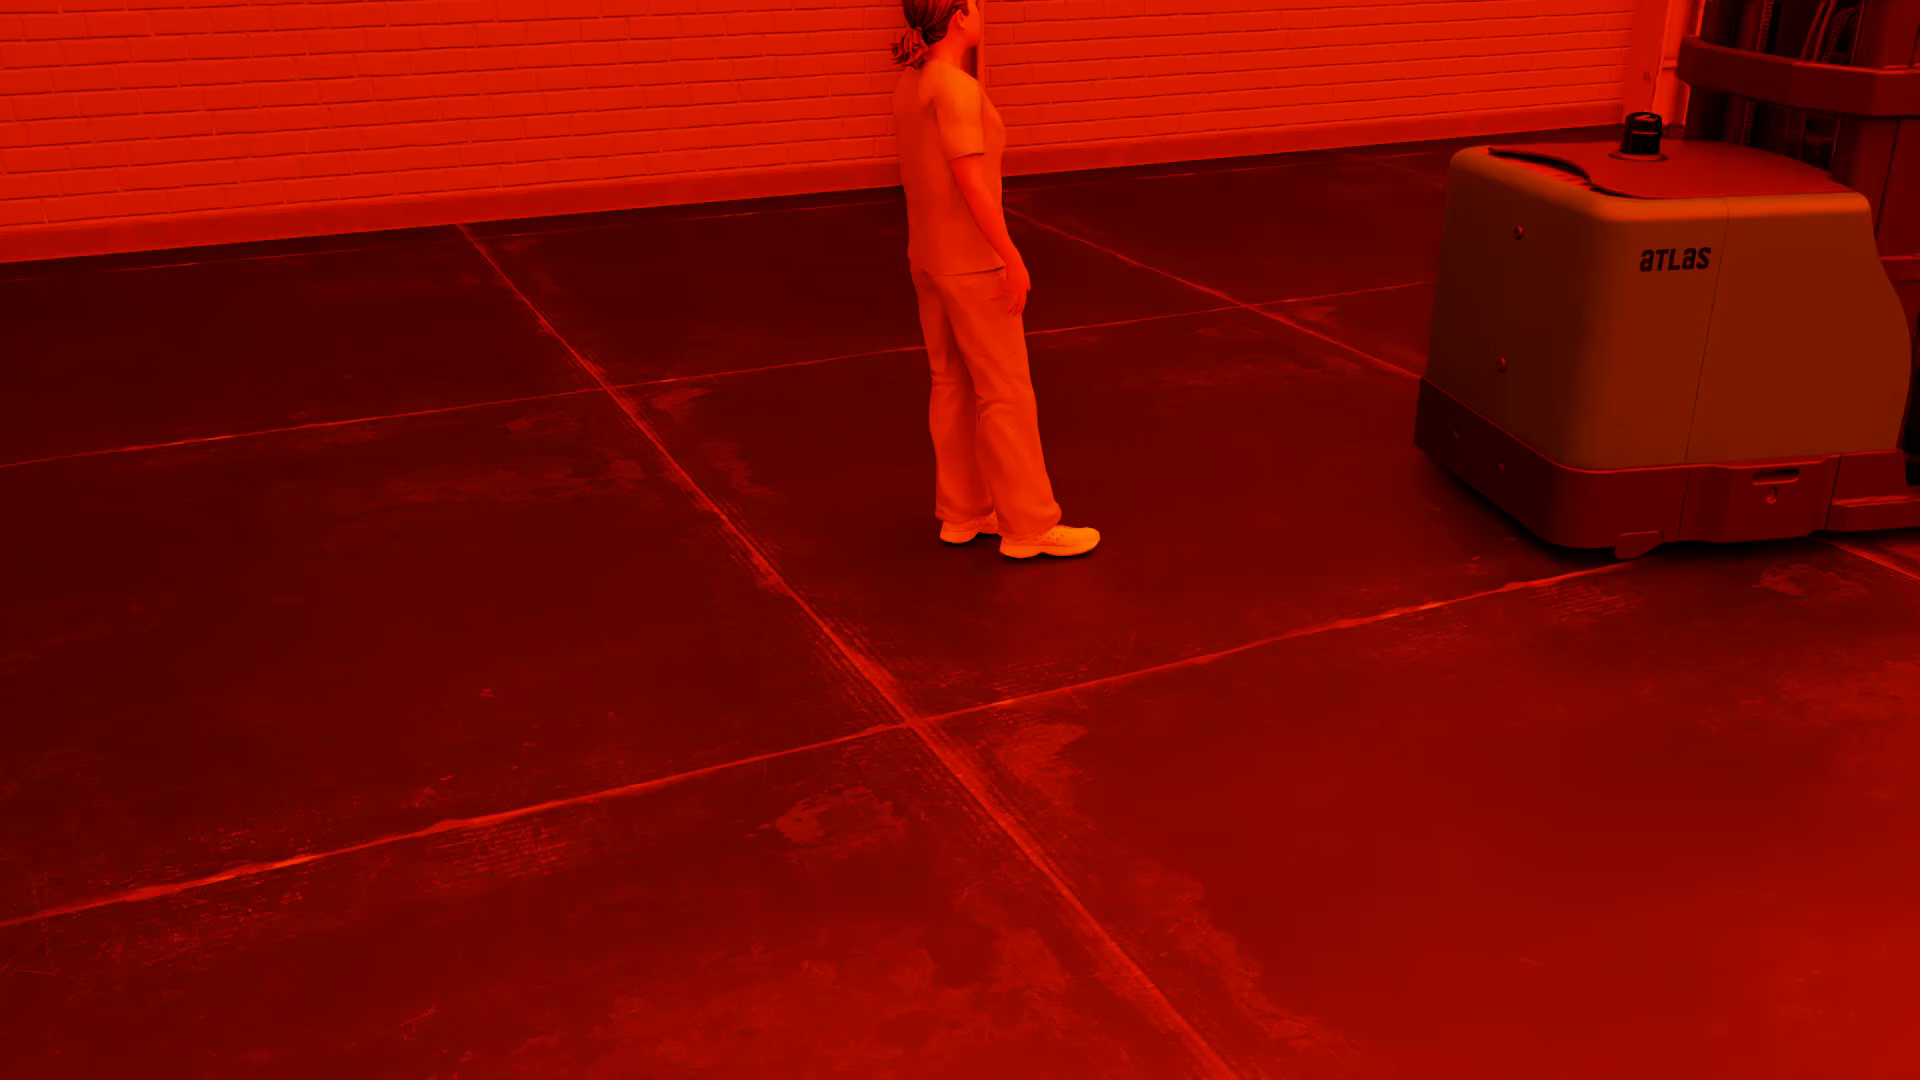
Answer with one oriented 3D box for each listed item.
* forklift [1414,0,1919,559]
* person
[{"bbox_3d":[3.130,-1.561,5.043,3.031,2.935,1.130,-4,23,-10],"label":"forklift"},{"bbox_3d":[0.072,-0.788,4.800,0.549,1.675,0.549,-10,25,-23],"label":"person"}]
